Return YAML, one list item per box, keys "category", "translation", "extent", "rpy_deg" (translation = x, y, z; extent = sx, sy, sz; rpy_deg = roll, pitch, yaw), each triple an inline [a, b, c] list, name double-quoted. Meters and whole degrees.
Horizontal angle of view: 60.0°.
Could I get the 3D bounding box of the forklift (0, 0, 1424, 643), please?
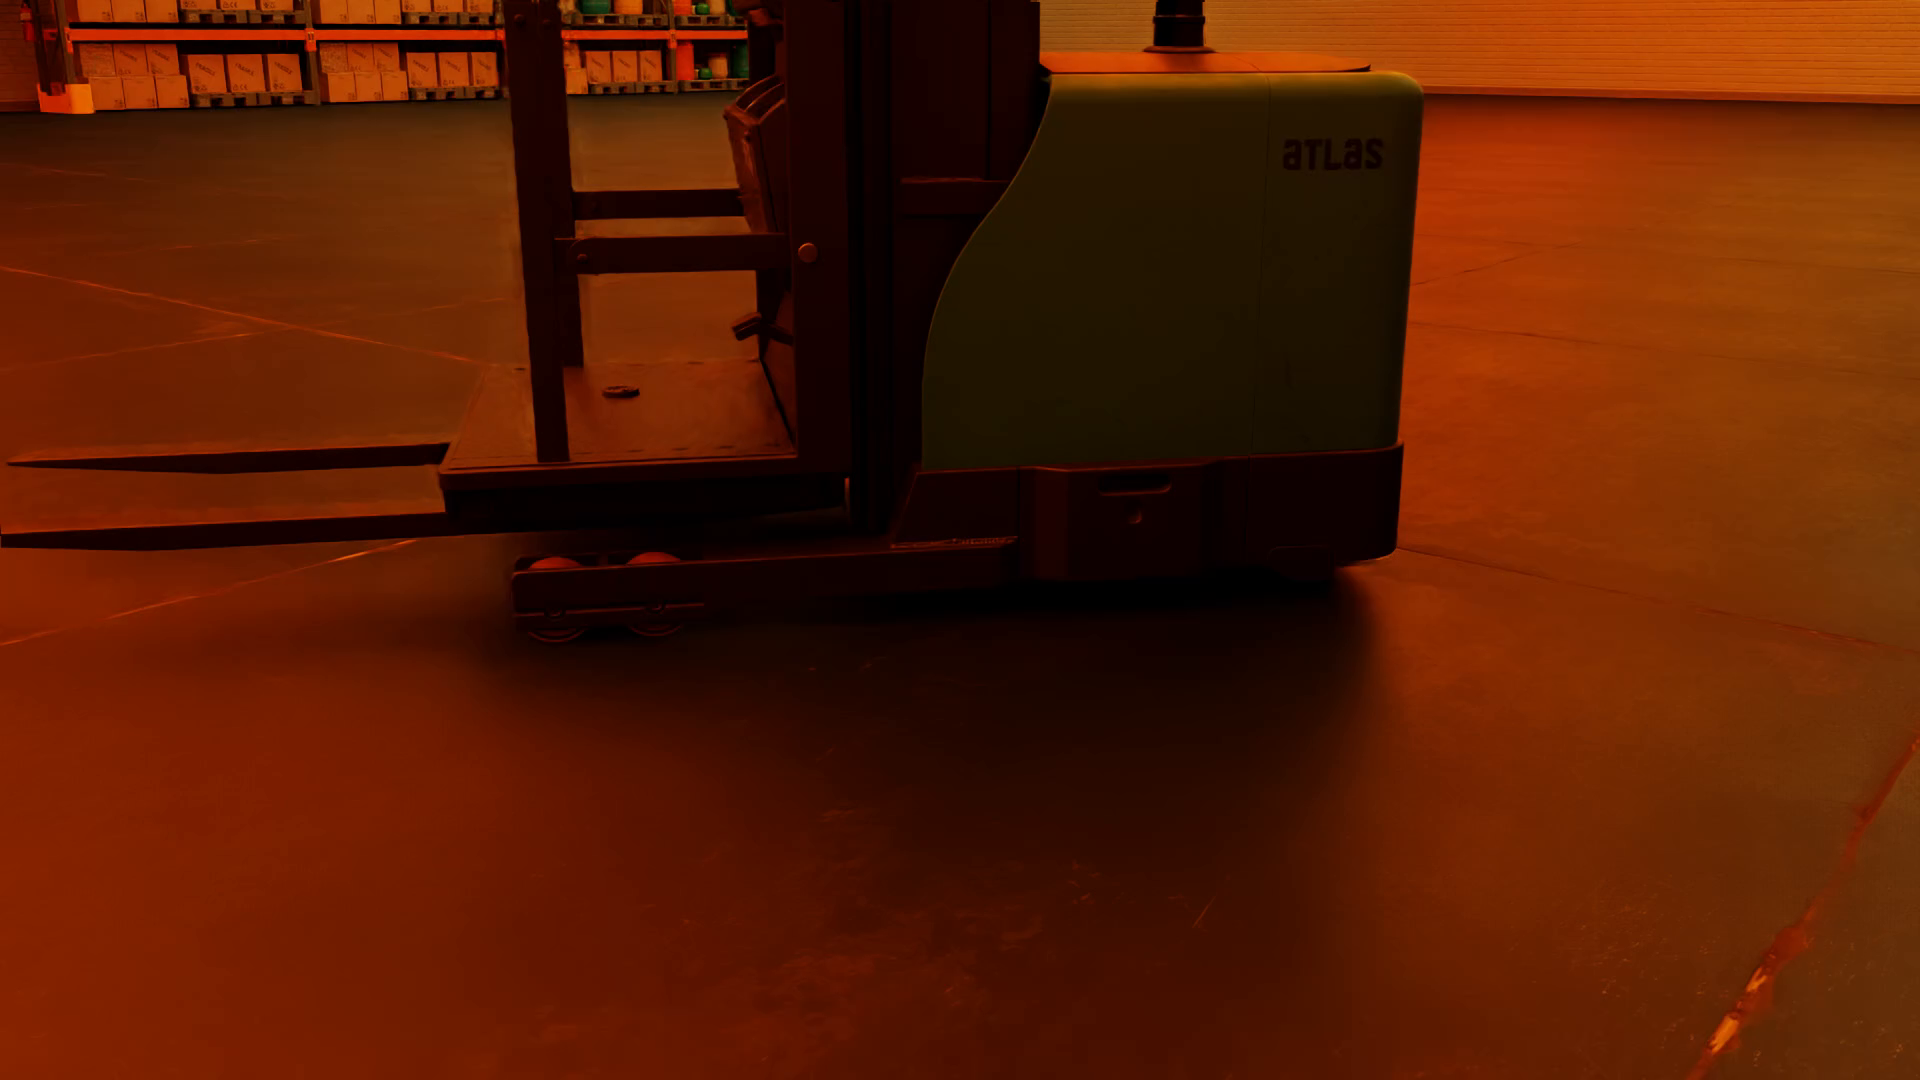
- category: "forklift"
  translation: [-0.614, -1.366, 3.395]
  extent: [3.031, 2.935, 1.130]
  rpy_deg: [-3, 17, -10]
